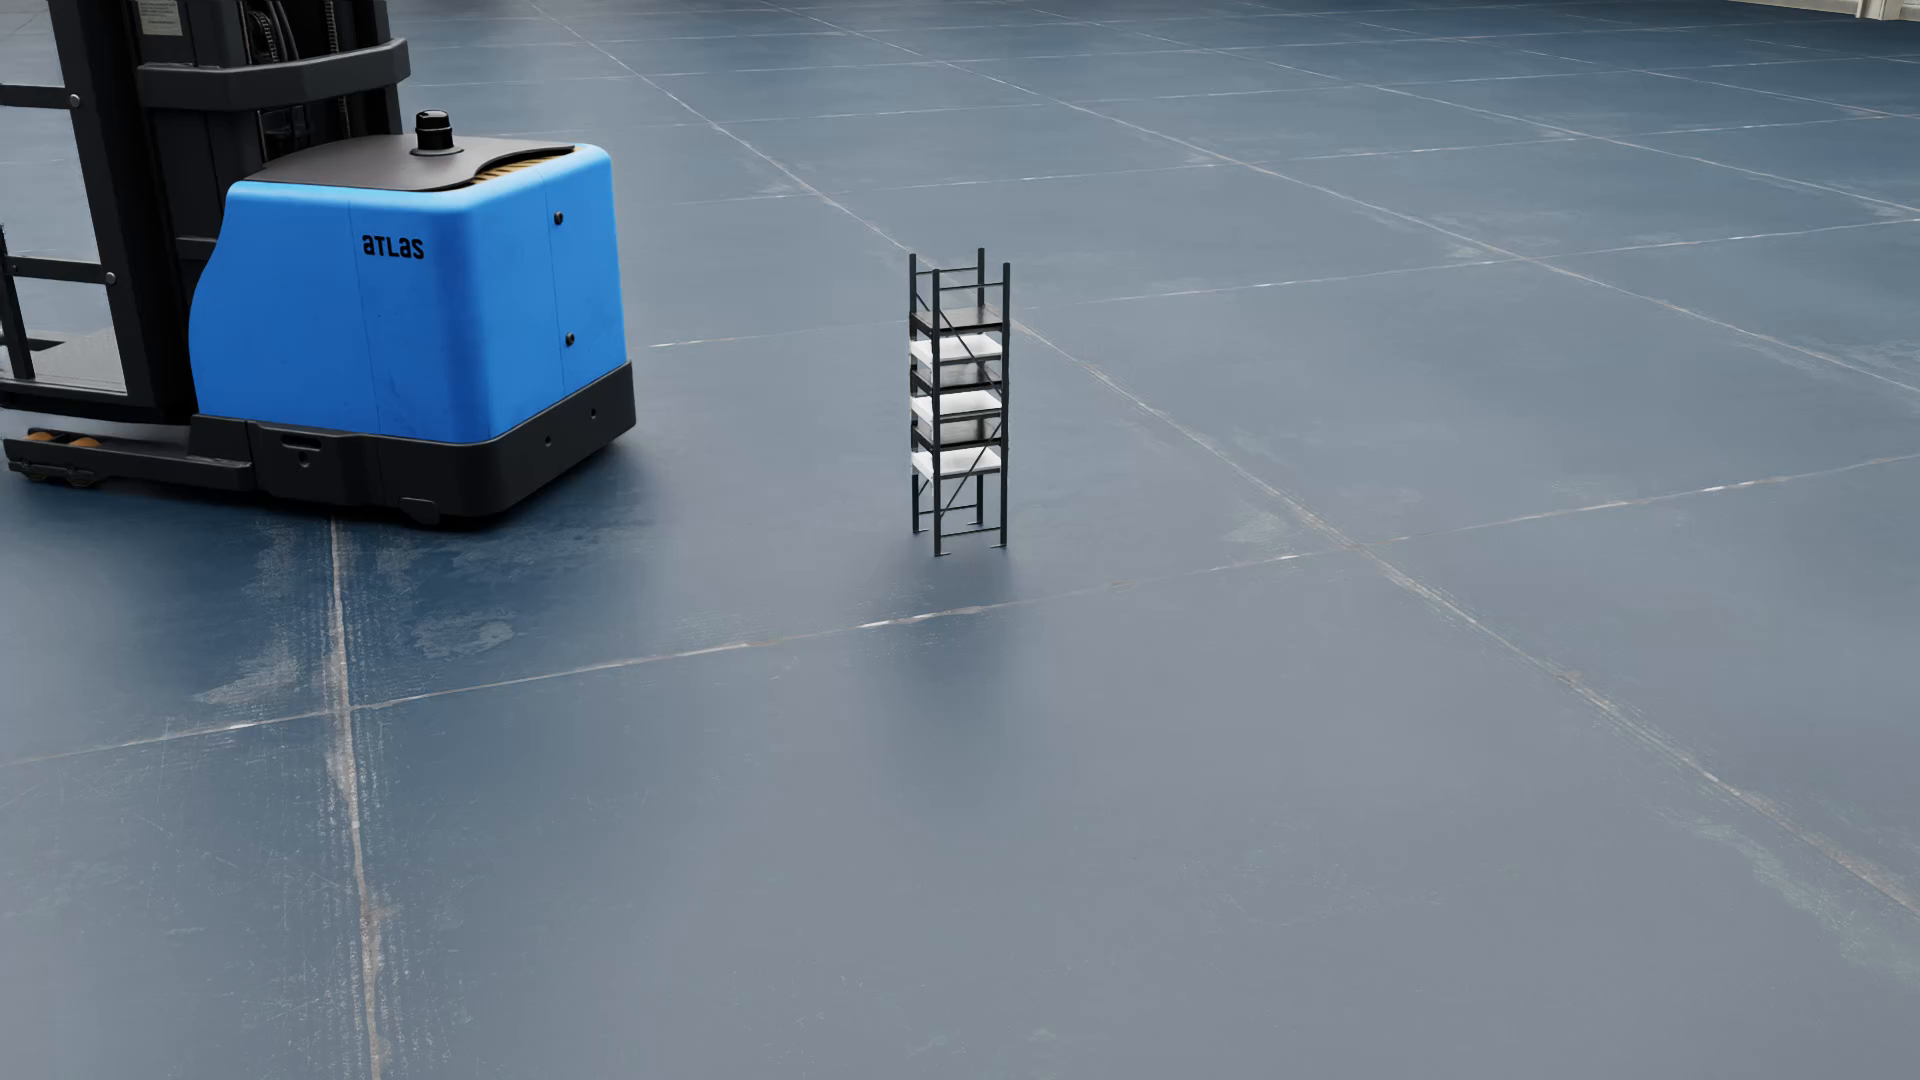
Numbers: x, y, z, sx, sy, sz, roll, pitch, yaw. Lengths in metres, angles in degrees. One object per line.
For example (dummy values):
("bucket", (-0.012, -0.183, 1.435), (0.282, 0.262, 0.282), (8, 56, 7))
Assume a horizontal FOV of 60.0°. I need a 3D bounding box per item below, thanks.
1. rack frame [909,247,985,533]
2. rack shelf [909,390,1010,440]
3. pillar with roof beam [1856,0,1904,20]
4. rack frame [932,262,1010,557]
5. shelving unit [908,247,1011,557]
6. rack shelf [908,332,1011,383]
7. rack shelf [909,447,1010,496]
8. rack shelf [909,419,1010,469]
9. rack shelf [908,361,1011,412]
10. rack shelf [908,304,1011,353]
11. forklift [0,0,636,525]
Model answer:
("rack frame", (-0.039, -0.455, 5.170), (0.240, 0.900, 0.006), (-8, 24, -19))
("rack shelf", (-0.003, -0.387, 5.095), (0.258, 0.077, 0.200), (-8, 24, -19))
("pillar with roof beam", (7.308, -9.999, 17.388), (9.100, 9.000, 0.400), (-8, 24, -19))
("rack frame", (0.033, -0.381, 4.995), (0.240, 0.900, 0.006), (-8, 24, -19))
("shelving unit", (-0.003, -0.418, 5.082), (0.258, 0.900, 0.210), (-8, 24, -19))
("rack shelf", (-0.003, -0.553, 5.025), (0.258, 0.077, 0.200), (-8, 24, -19))
("rack shelf", (-0.003, -0.221, 5.165), (0.258, 0.077, 0.200), (-8, 24, -19))
("rack shelf", (-0.003, -0.304, 5.130), (0.258, 0.077, 0.200), (-8, 24, -19))
("rack shelf", (-0.003, -0.470, 5.060), (0.258, 0.077, 0.200), (-8, 24, -19))
("rack shelf", (-0.003, -0.636, 4.990), (0.258, 0.077, 0.200), (-8, 24, -19))
("forklift", (-2.757, -1.717, 5.550), (3.031, 2.935, 1.130), (7, 24, 16))
